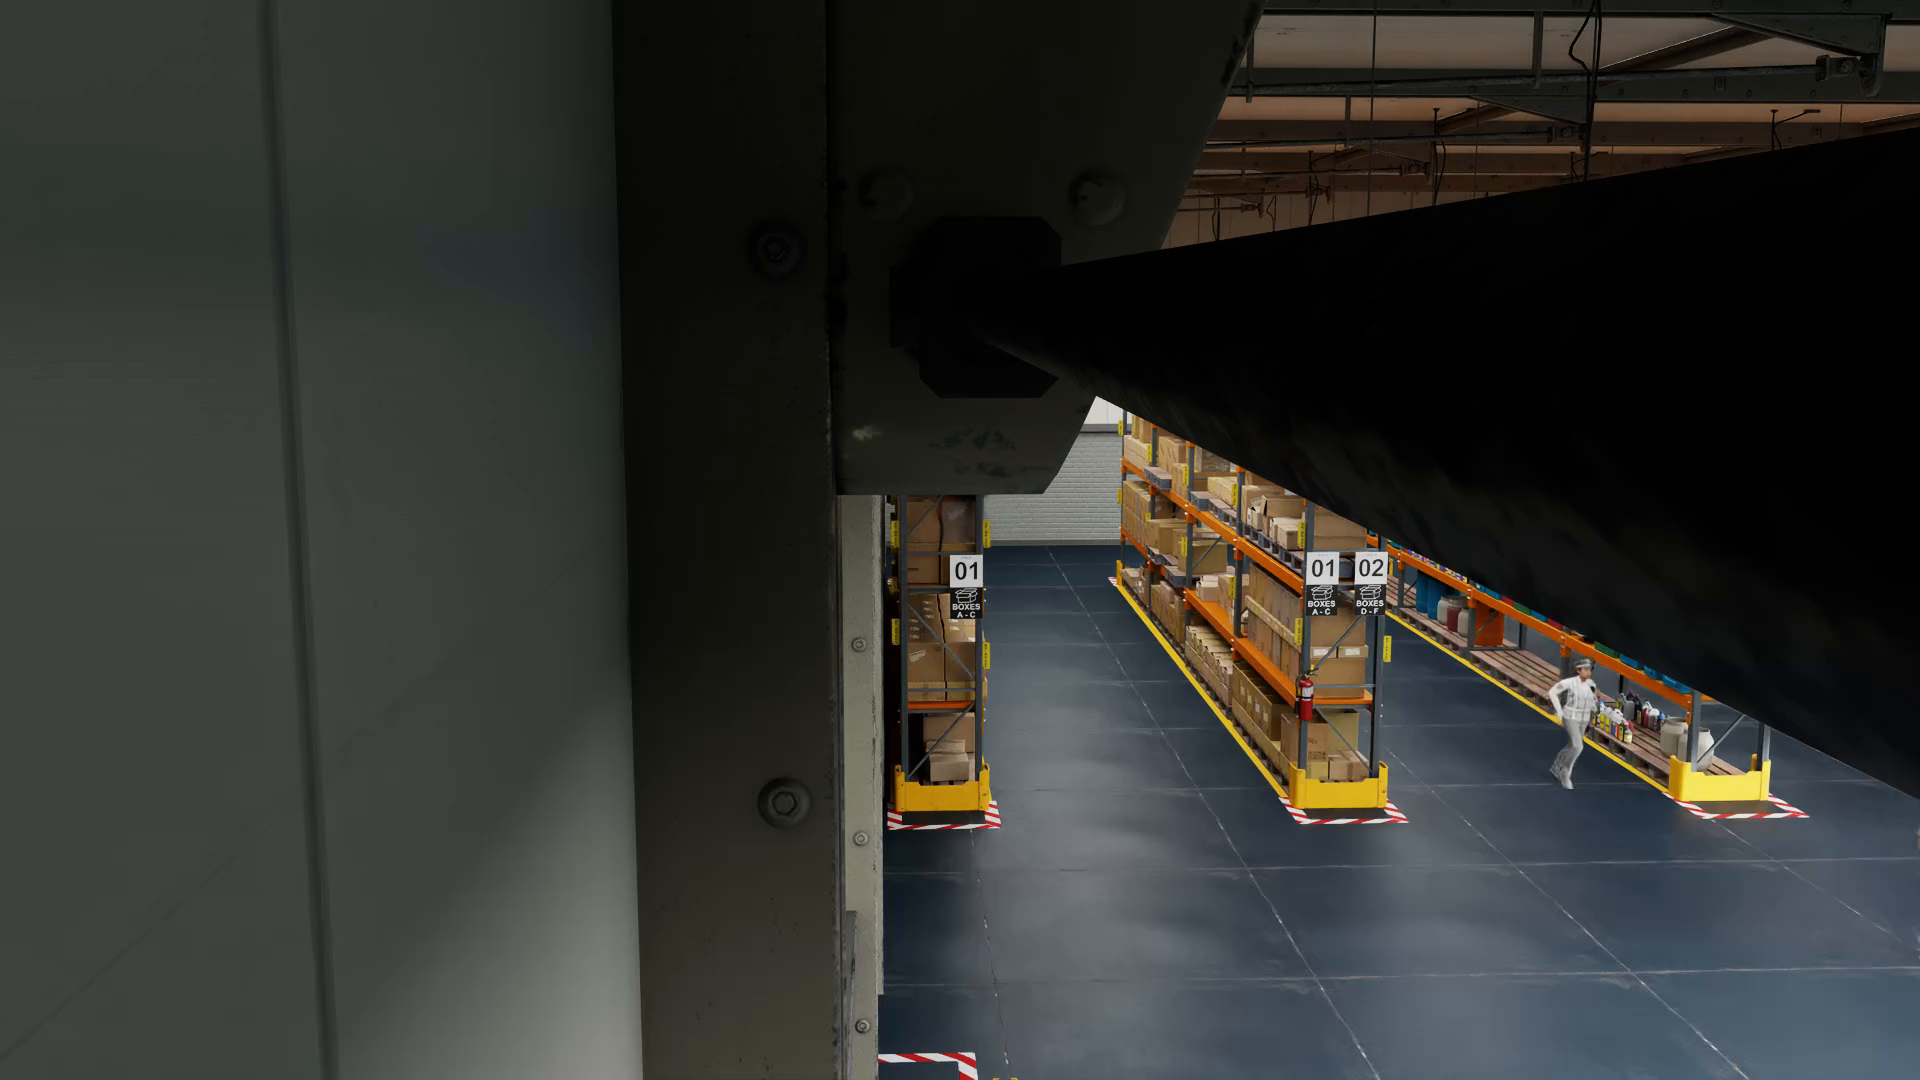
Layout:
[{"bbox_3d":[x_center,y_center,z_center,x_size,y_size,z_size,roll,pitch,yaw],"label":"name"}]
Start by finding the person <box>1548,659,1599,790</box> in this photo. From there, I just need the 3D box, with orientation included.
[{"bbox_3d":[7.978,2.362,21.558,0.593,1.718,0.704,-3,9,-17],"label":"person"}]
